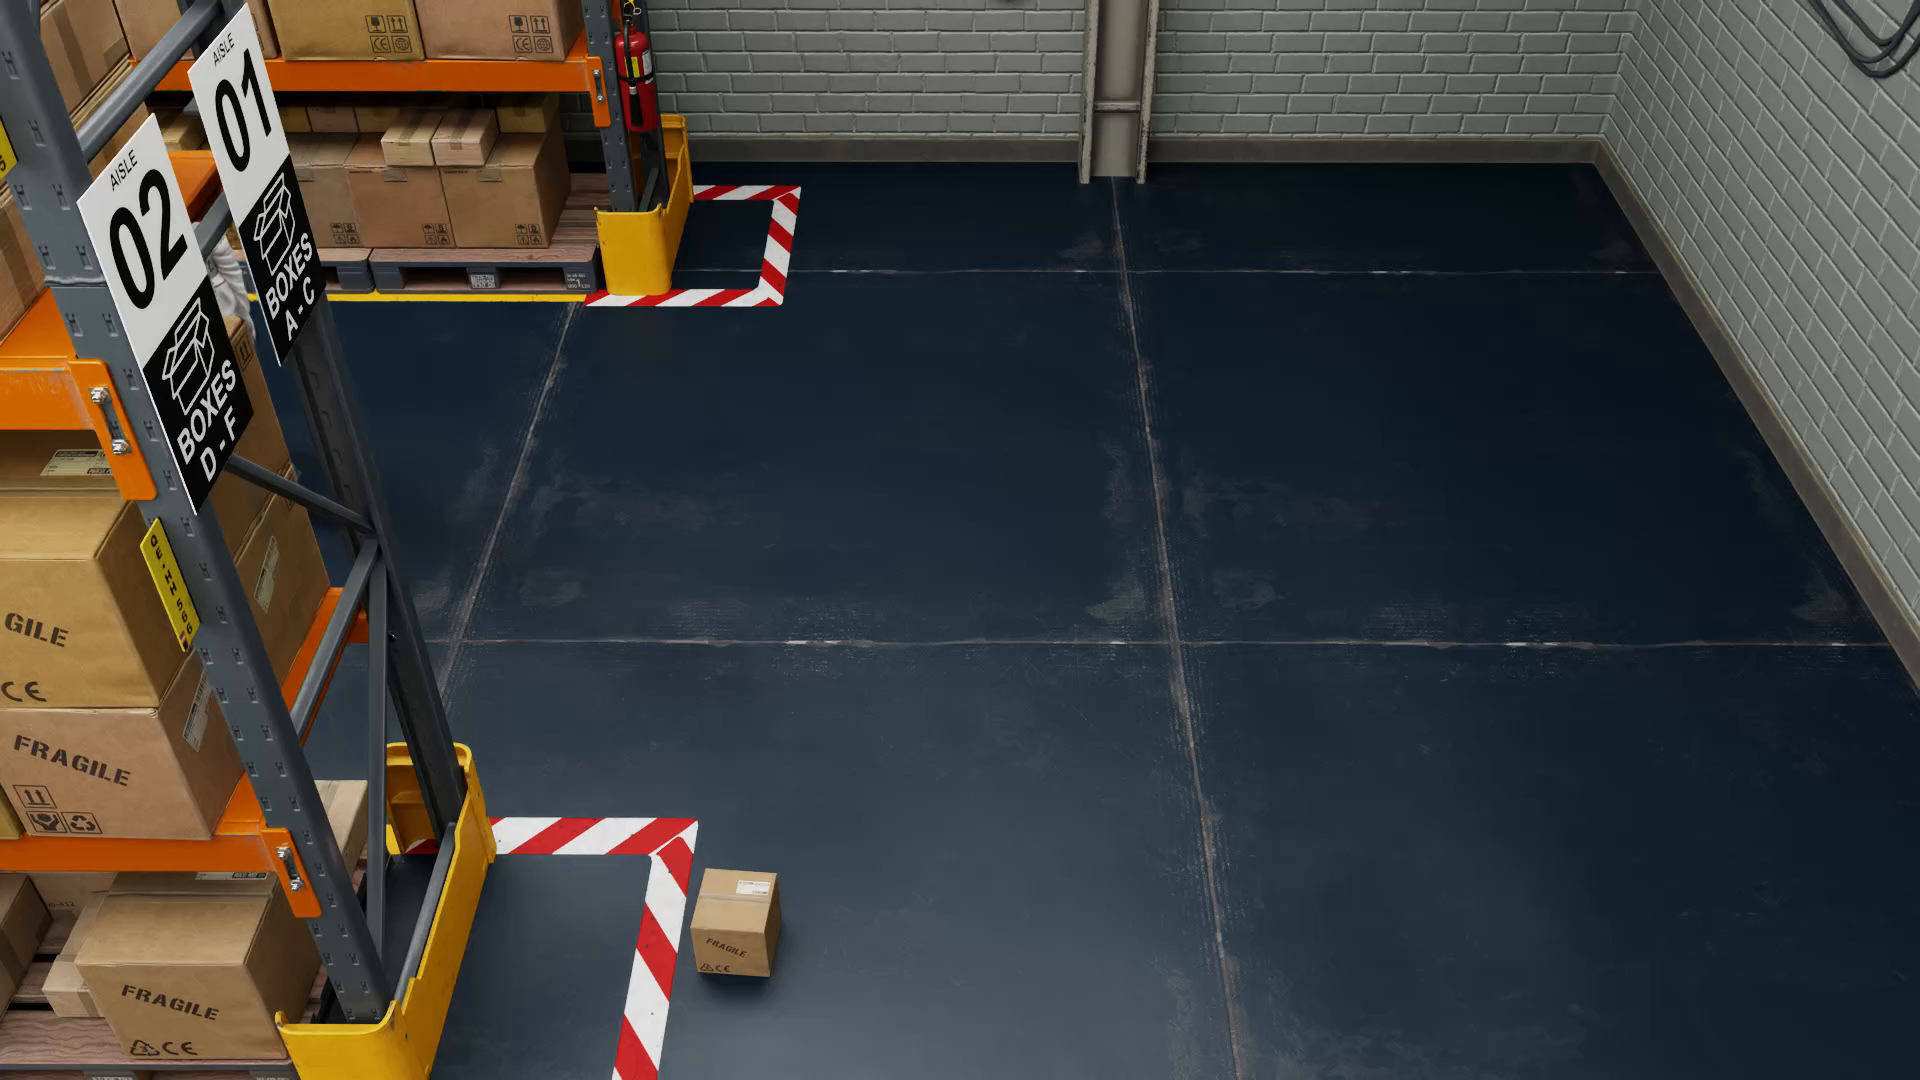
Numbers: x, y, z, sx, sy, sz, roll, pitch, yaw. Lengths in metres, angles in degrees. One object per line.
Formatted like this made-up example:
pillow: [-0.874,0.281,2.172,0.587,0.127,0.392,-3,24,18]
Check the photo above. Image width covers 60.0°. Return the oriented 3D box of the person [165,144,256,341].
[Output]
person: [-3.308,-0.932,7.232,0.764,1.666,0.490,23,45,25]
